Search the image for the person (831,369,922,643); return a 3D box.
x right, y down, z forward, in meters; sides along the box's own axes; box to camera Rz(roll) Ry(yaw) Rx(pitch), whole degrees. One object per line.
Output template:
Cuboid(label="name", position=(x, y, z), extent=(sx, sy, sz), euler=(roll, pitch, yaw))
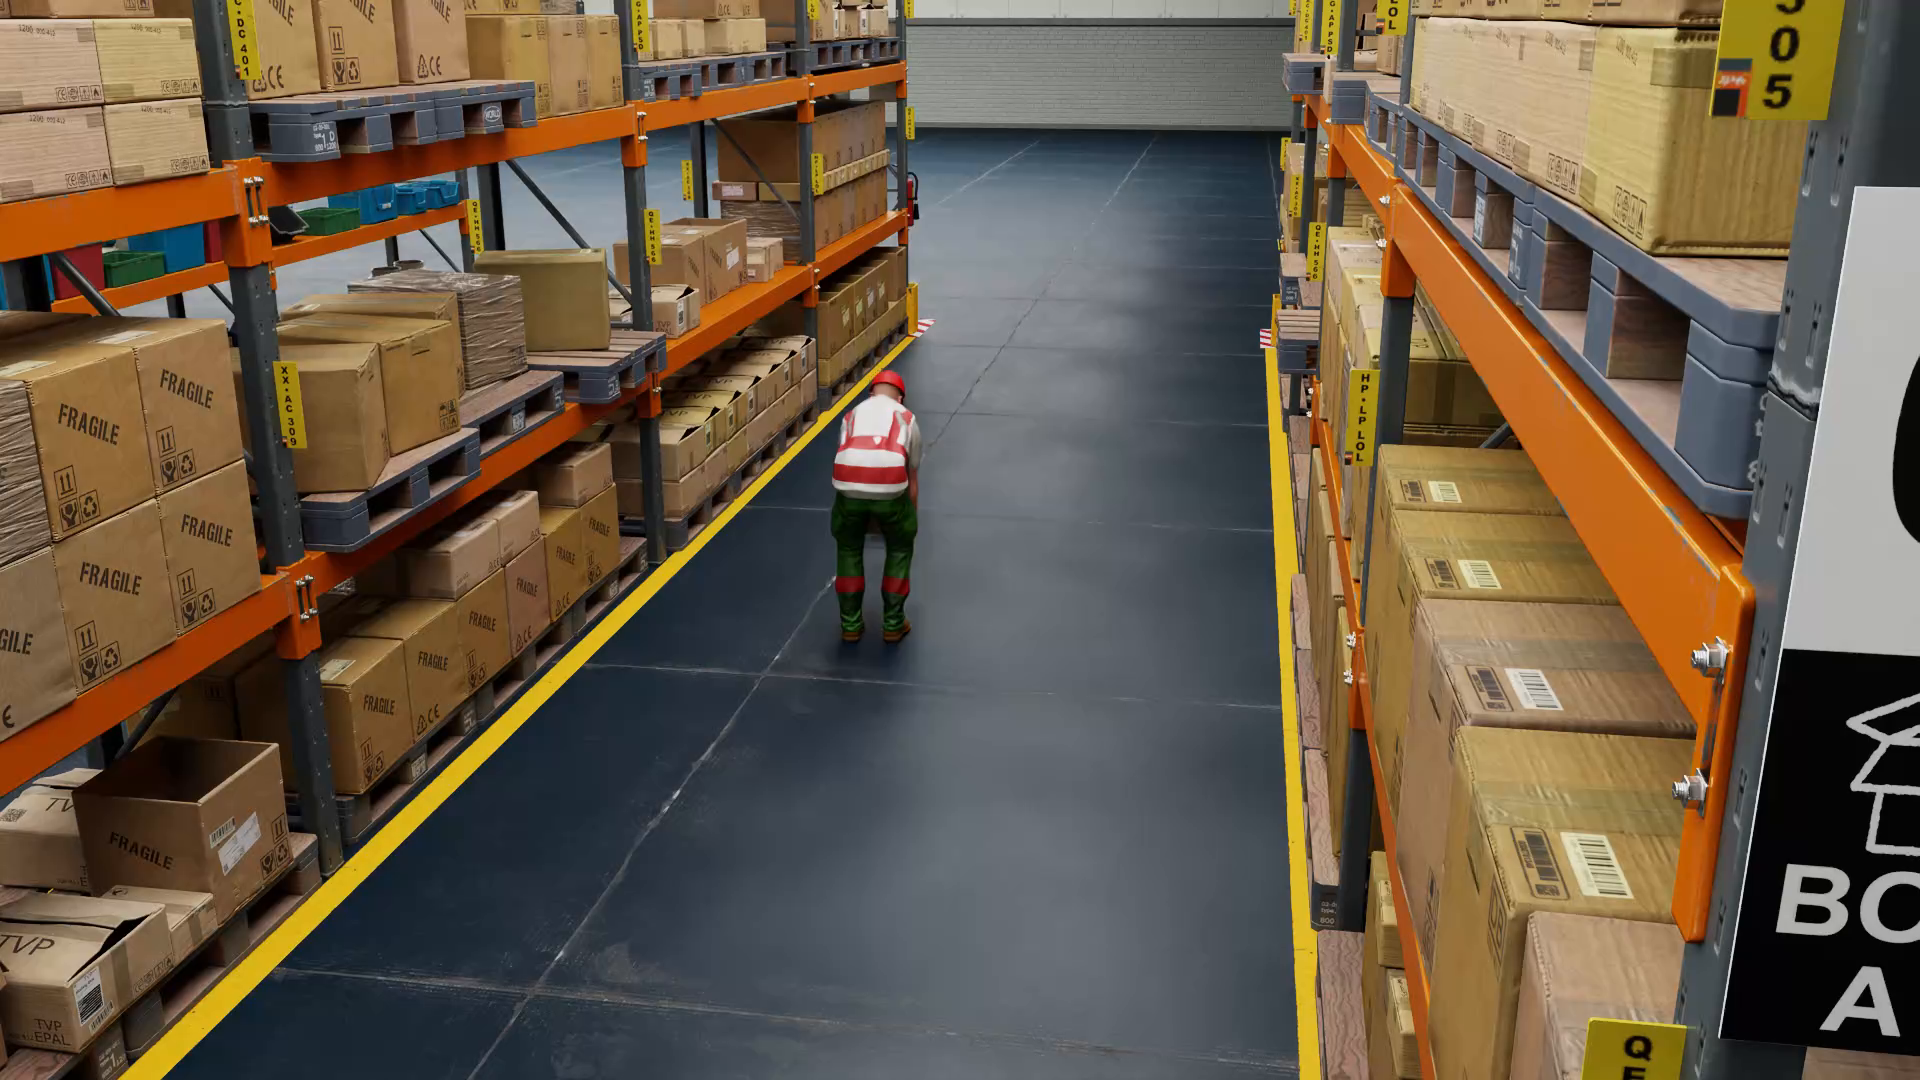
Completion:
Cuboid(label="person", position=(-0.447, -0.193, 9.249), extent=(0.480, 1.401, 0.887), euler=(2, 18, 7))
